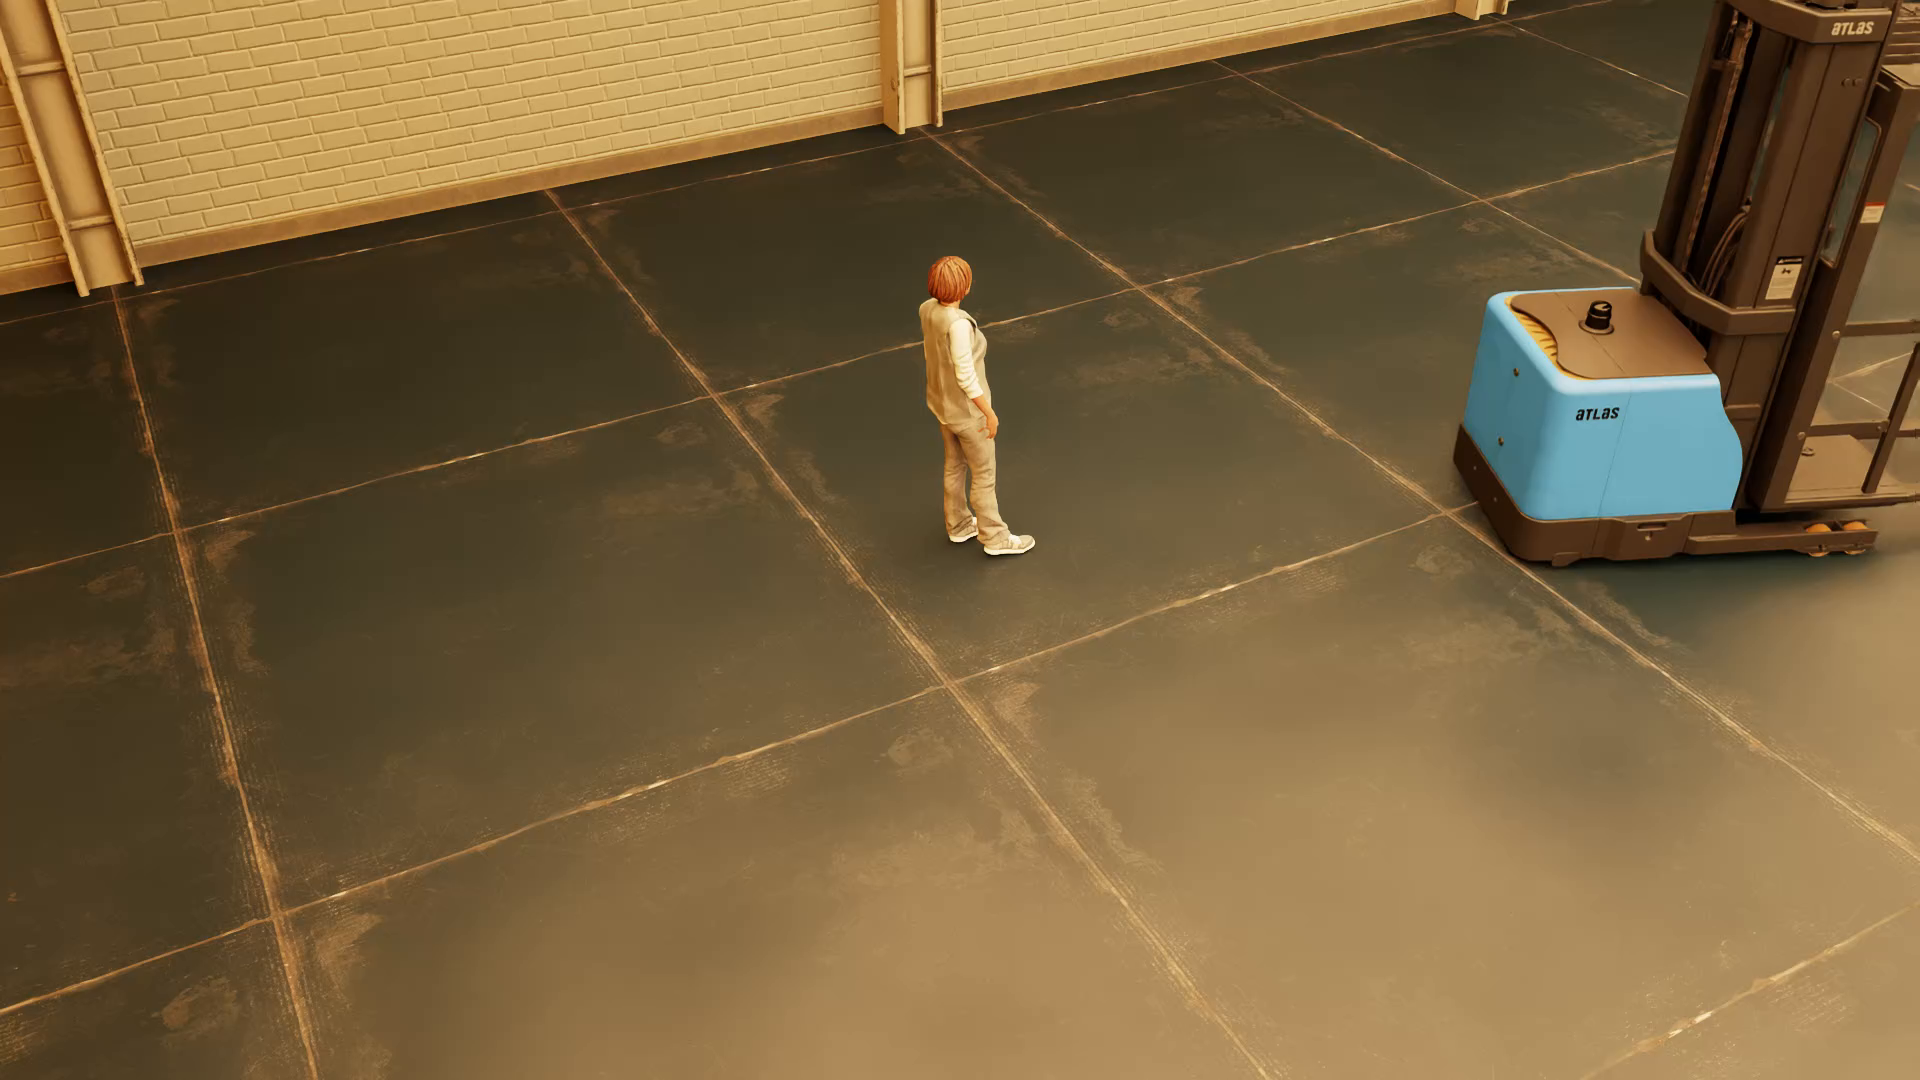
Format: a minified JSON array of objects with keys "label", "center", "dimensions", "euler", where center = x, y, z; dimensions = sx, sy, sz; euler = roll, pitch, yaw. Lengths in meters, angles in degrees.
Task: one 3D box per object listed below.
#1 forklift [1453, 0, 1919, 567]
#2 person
[{"label":"forklift","center":[4.264,-1.413,8.123],"dimensions":[3.031,2.935,1.130],"euler":[-3,35,-5]},{"label":"person","center":[0.073,-0.671,8.215],"dimensions":[0.473,1.599,0.520],"euler":[-17,39,-23]}]
